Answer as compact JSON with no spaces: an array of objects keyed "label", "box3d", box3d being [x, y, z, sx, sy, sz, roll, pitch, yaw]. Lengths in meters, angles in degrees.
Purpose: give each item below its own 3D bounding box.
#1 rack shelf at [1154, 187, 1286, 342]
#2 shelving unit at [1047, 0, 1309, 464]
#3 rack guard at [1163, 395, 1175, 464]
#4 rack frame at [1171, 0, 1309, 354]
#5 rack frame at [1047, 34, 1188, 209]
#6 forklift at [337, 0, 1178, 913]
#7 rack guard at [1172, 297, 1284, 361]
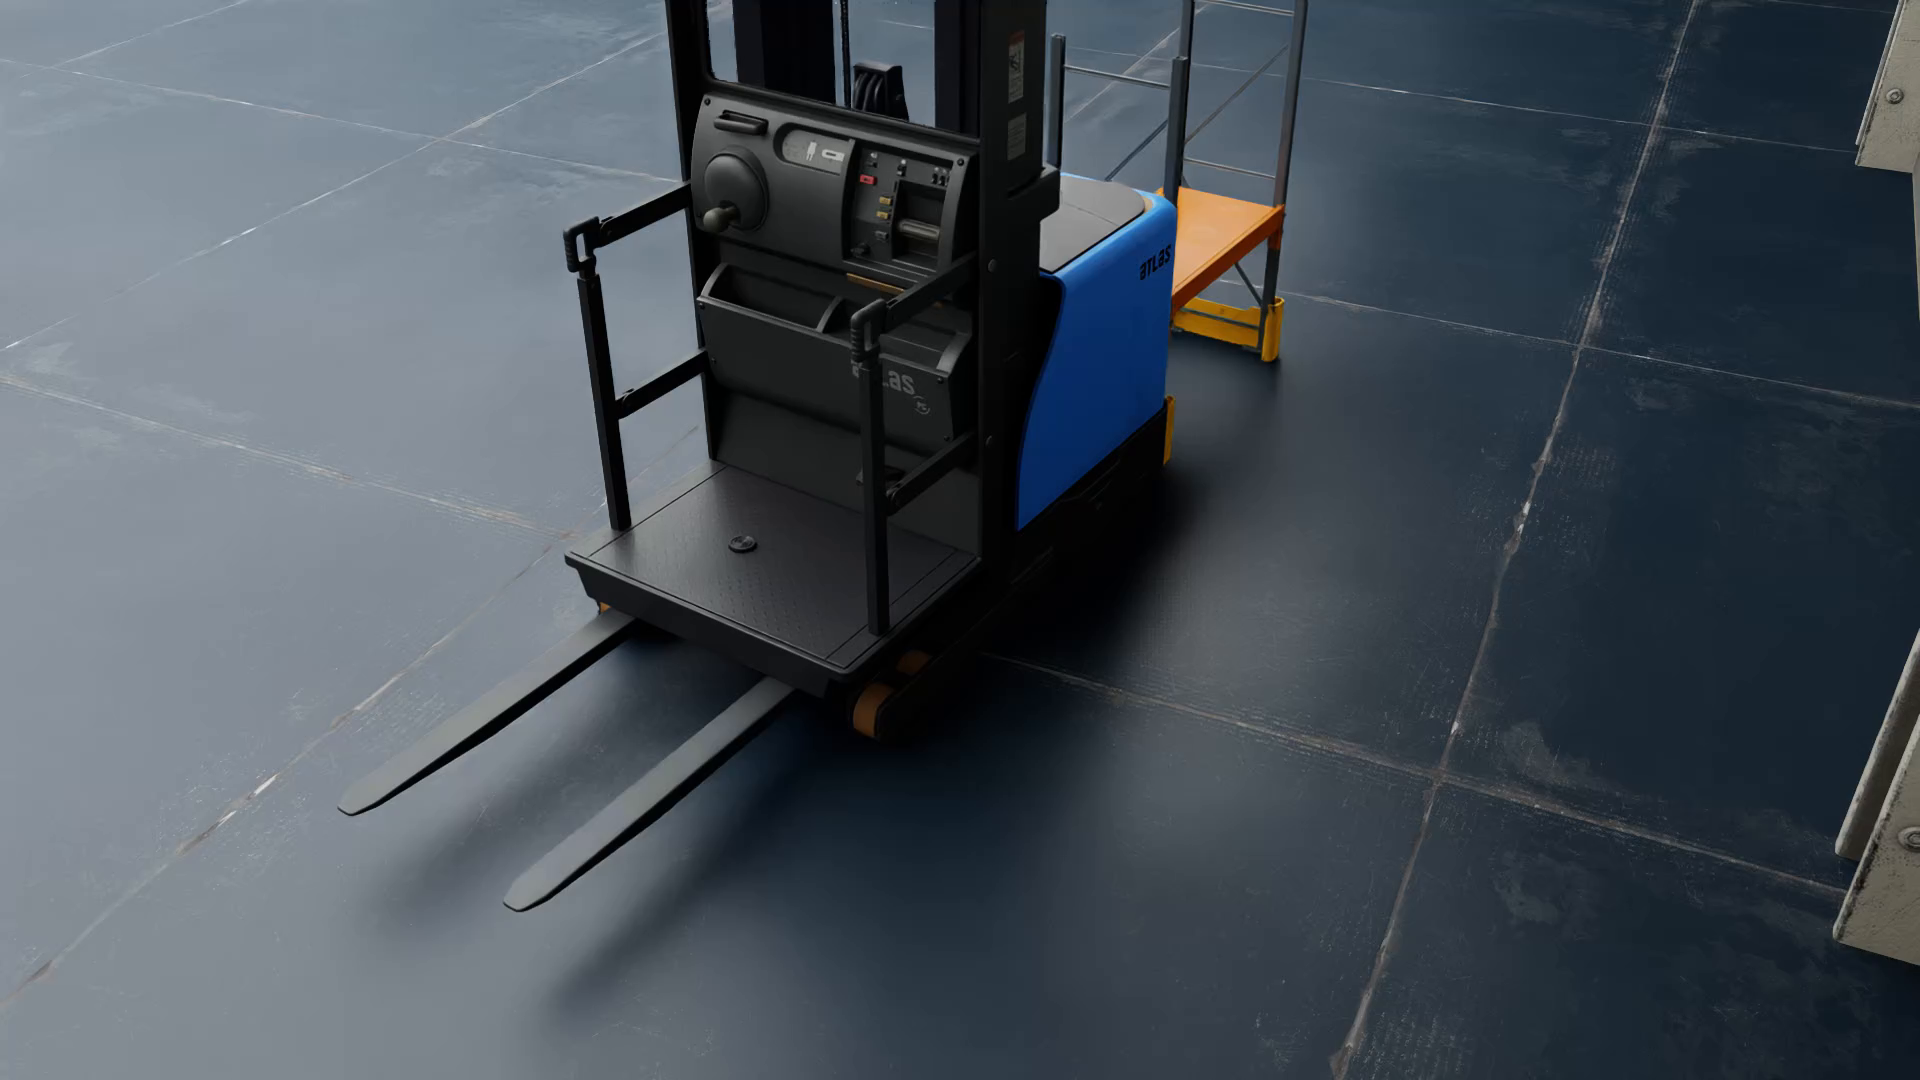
[{"label":"rack shelf","box3d":[0.798,-1.092,6.375,0.538,0.185,1.000,19,38,27]},{"label":"shelving unit","box3d":[0.793,-1.238,6.270,0.587,1.500,1.083,19,38,27]},{"label":"rack guard","box3d":[0.525,-0.485,6.262,0.587,0.250,0.087,19,38,27]},{"label":"rack frame","box3d":[1.071,-1.477,6.635,0.500,1.500,0.032,19,38,27]},{"label":"rack frame","box3d":[0.524,-1.007,5.918,0.500,1.500,0.032,19,38,27]},{"label":"forklift","box3d":[-0.494,-0.940,4.510,1.130,2.935,3.031,20,38,28]},{"label":"rack guard","box3d":[1.061,-0.945,6.964,0.587,0.250,0.087,19,38,27]}]
